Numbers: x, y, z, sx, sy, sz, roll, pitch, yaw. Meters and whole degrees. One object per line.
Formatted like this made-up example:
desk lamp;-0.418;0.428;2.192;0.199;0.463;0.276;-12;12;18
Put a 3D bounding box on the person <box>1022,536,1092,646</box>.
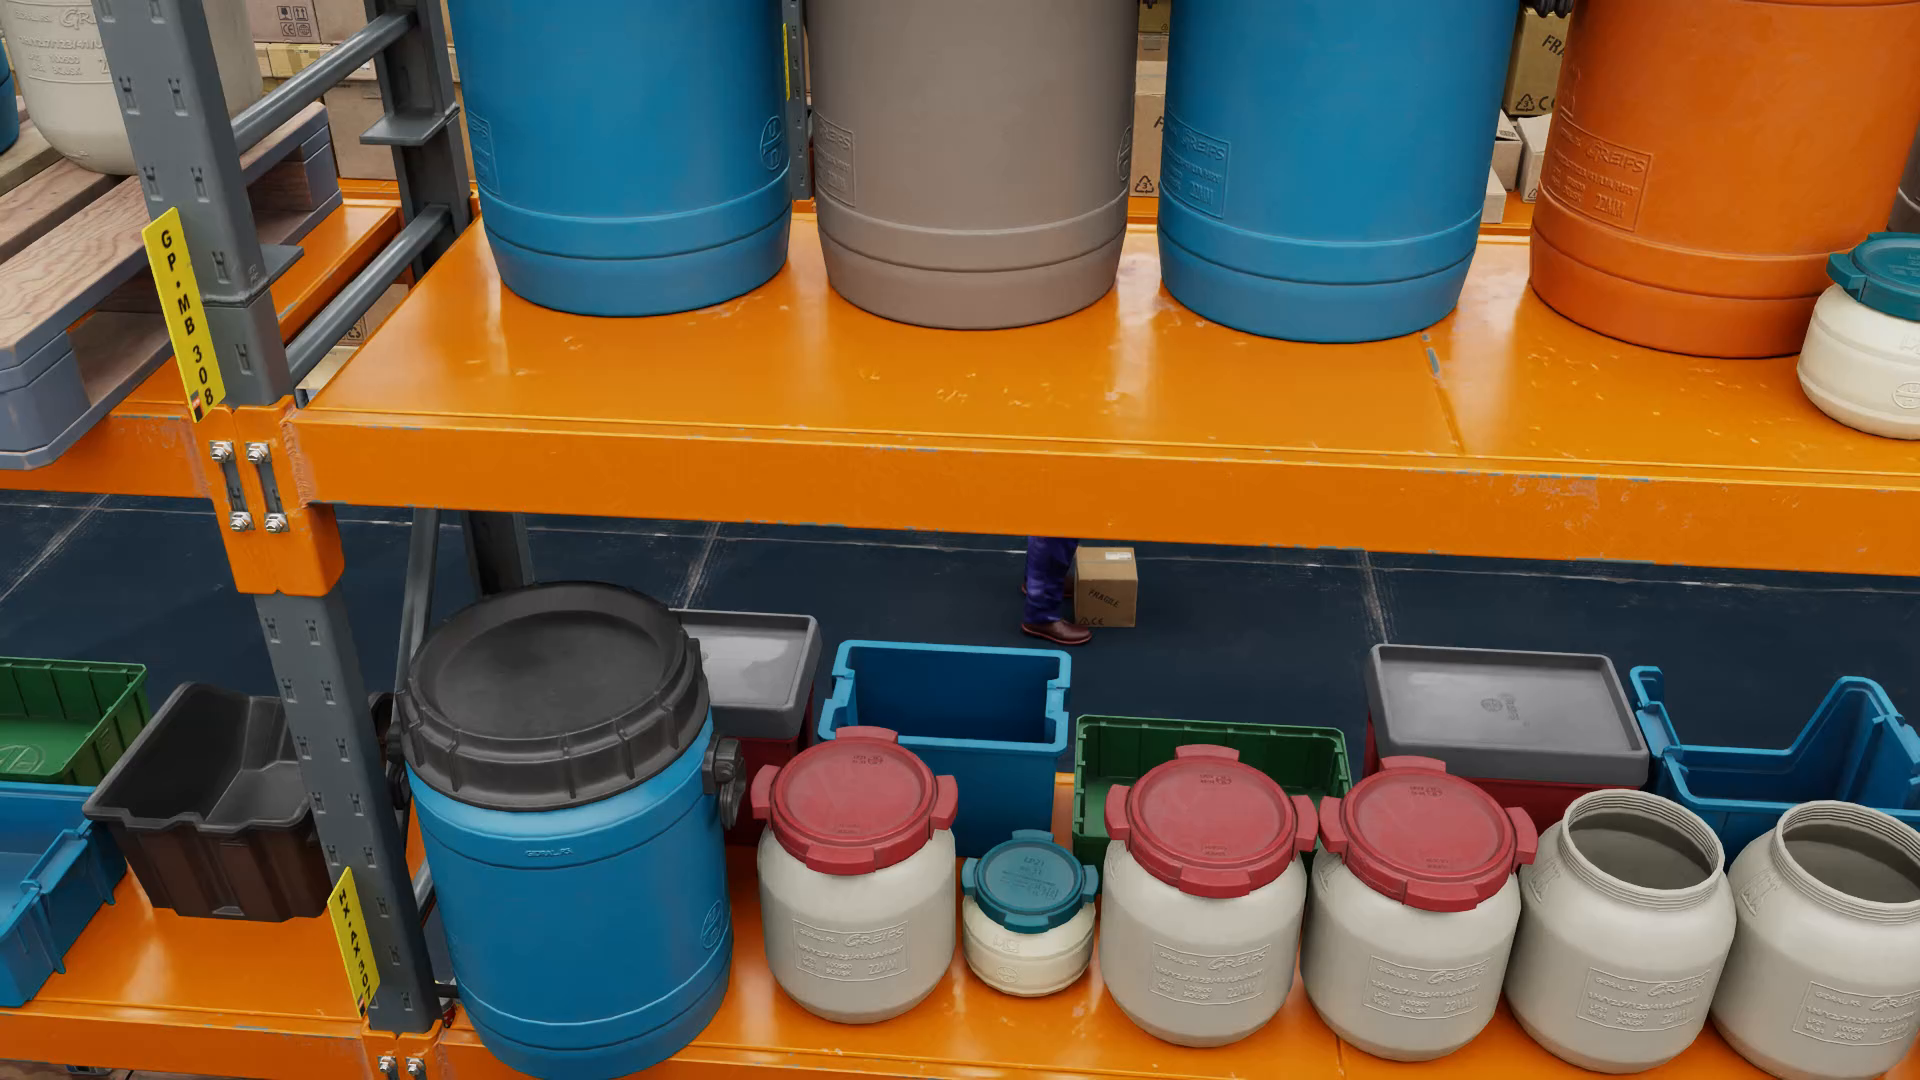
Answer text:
person;0.384;-0.392;6.782;0.369;1.636;0.561;1;32;1
